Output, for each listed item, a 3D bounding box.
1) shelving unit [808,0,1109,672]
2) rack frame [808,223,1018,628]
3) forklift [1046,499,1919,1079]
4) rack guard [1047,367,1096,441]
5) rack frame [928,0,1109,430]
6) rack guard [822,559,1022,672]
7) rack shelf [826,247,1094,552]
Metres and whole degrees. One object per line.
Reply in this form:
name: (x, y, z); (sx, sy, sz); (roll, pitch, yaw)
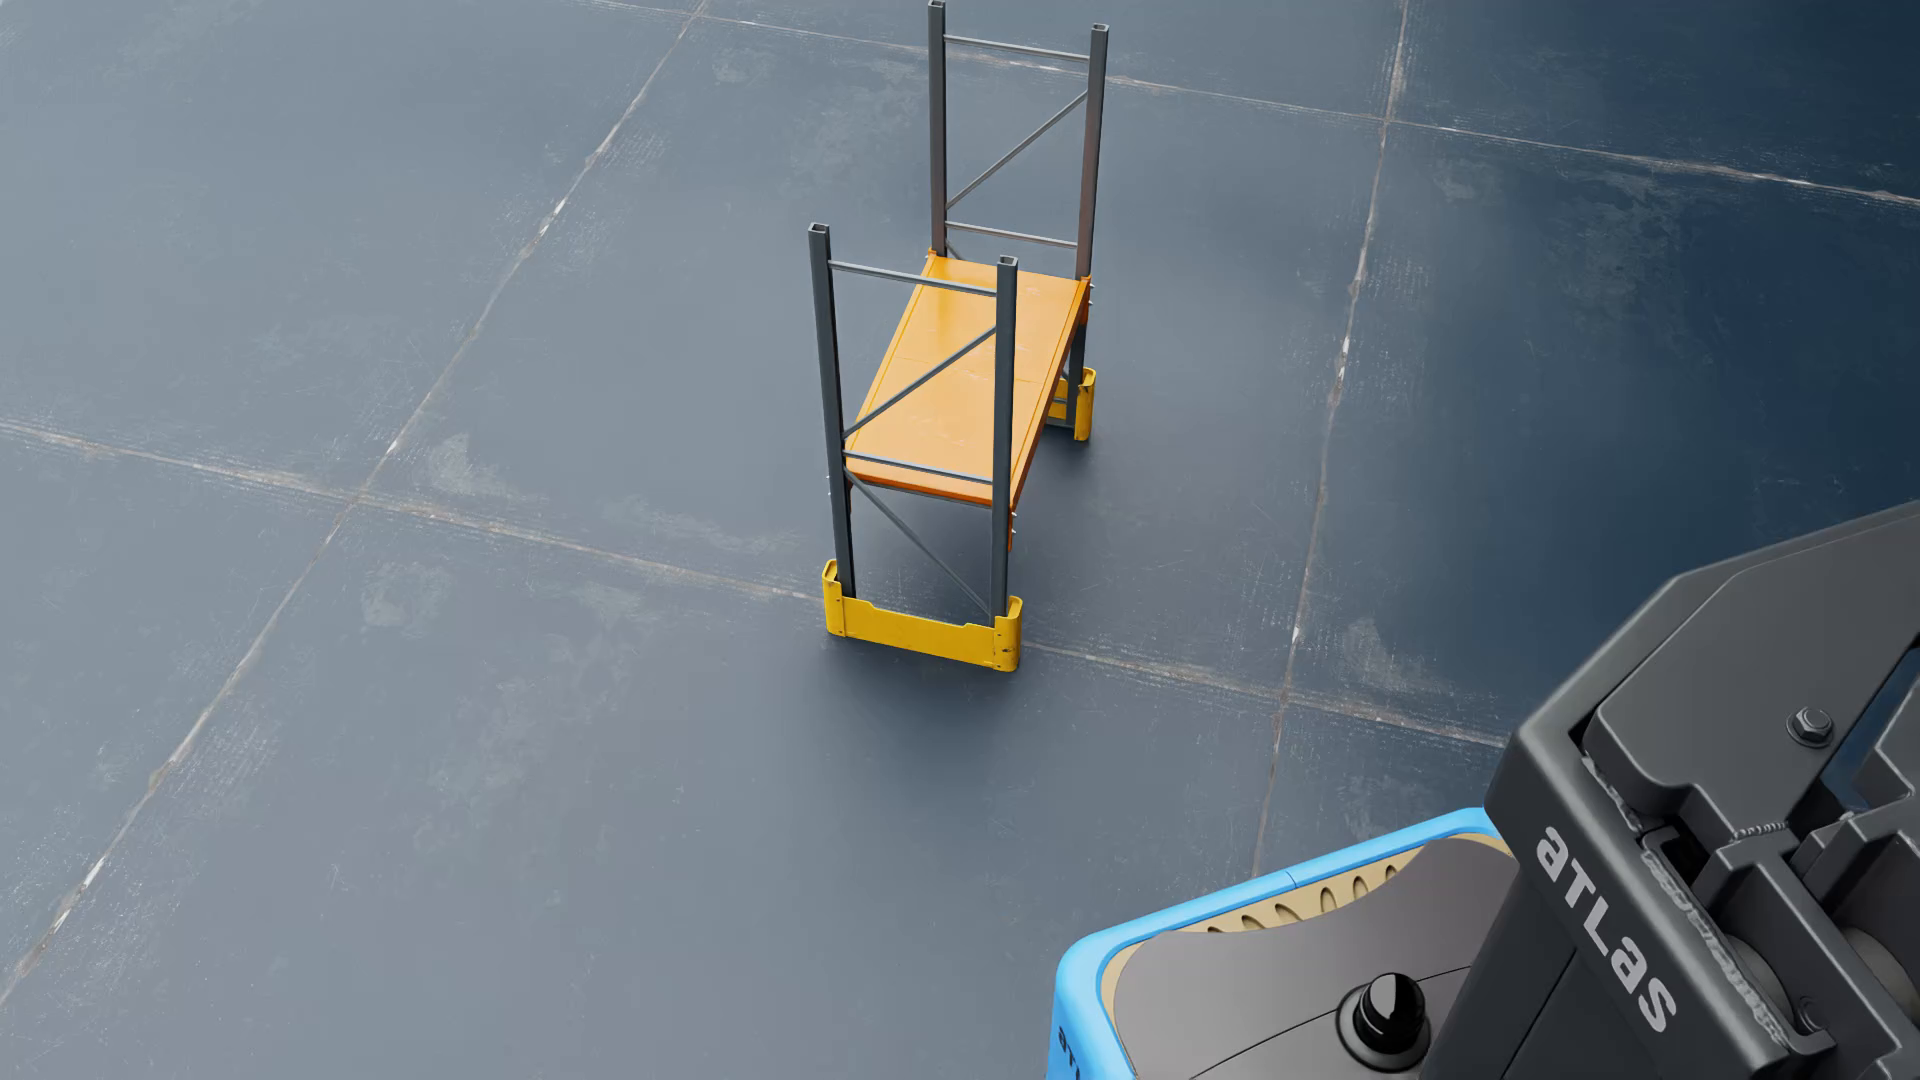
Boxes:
shelving unit: (0.020, -0.551, 4.736); (0.587, 1.500, 1.083); (12, 50, 10)
rack frame: (-0.111, -0.190, 4.418); (0.500, 1.500, 0.032); (12, 50, 10)
forklift: (1.147, 1.427, 2.035); (1.130, 2.935, 3.031); (-15, 50, -13)
rack guard: (0.151, -0.498, 5.523); (0.587, 0.250, 0.087); (12, 50, 10)
rack frame: (0.156, -0.926, 5.067); (0.500, 1.500, 0.032); (12, 50, 10)
rack guard: (-0.111, 0.222, 4.887); (0.587, 0.250, 0.087); (12, 50, 10)
rack shelf: (0.022, -0.439, 4.877); (0.538, 0.185, 1.000); (12, 50, 10)
